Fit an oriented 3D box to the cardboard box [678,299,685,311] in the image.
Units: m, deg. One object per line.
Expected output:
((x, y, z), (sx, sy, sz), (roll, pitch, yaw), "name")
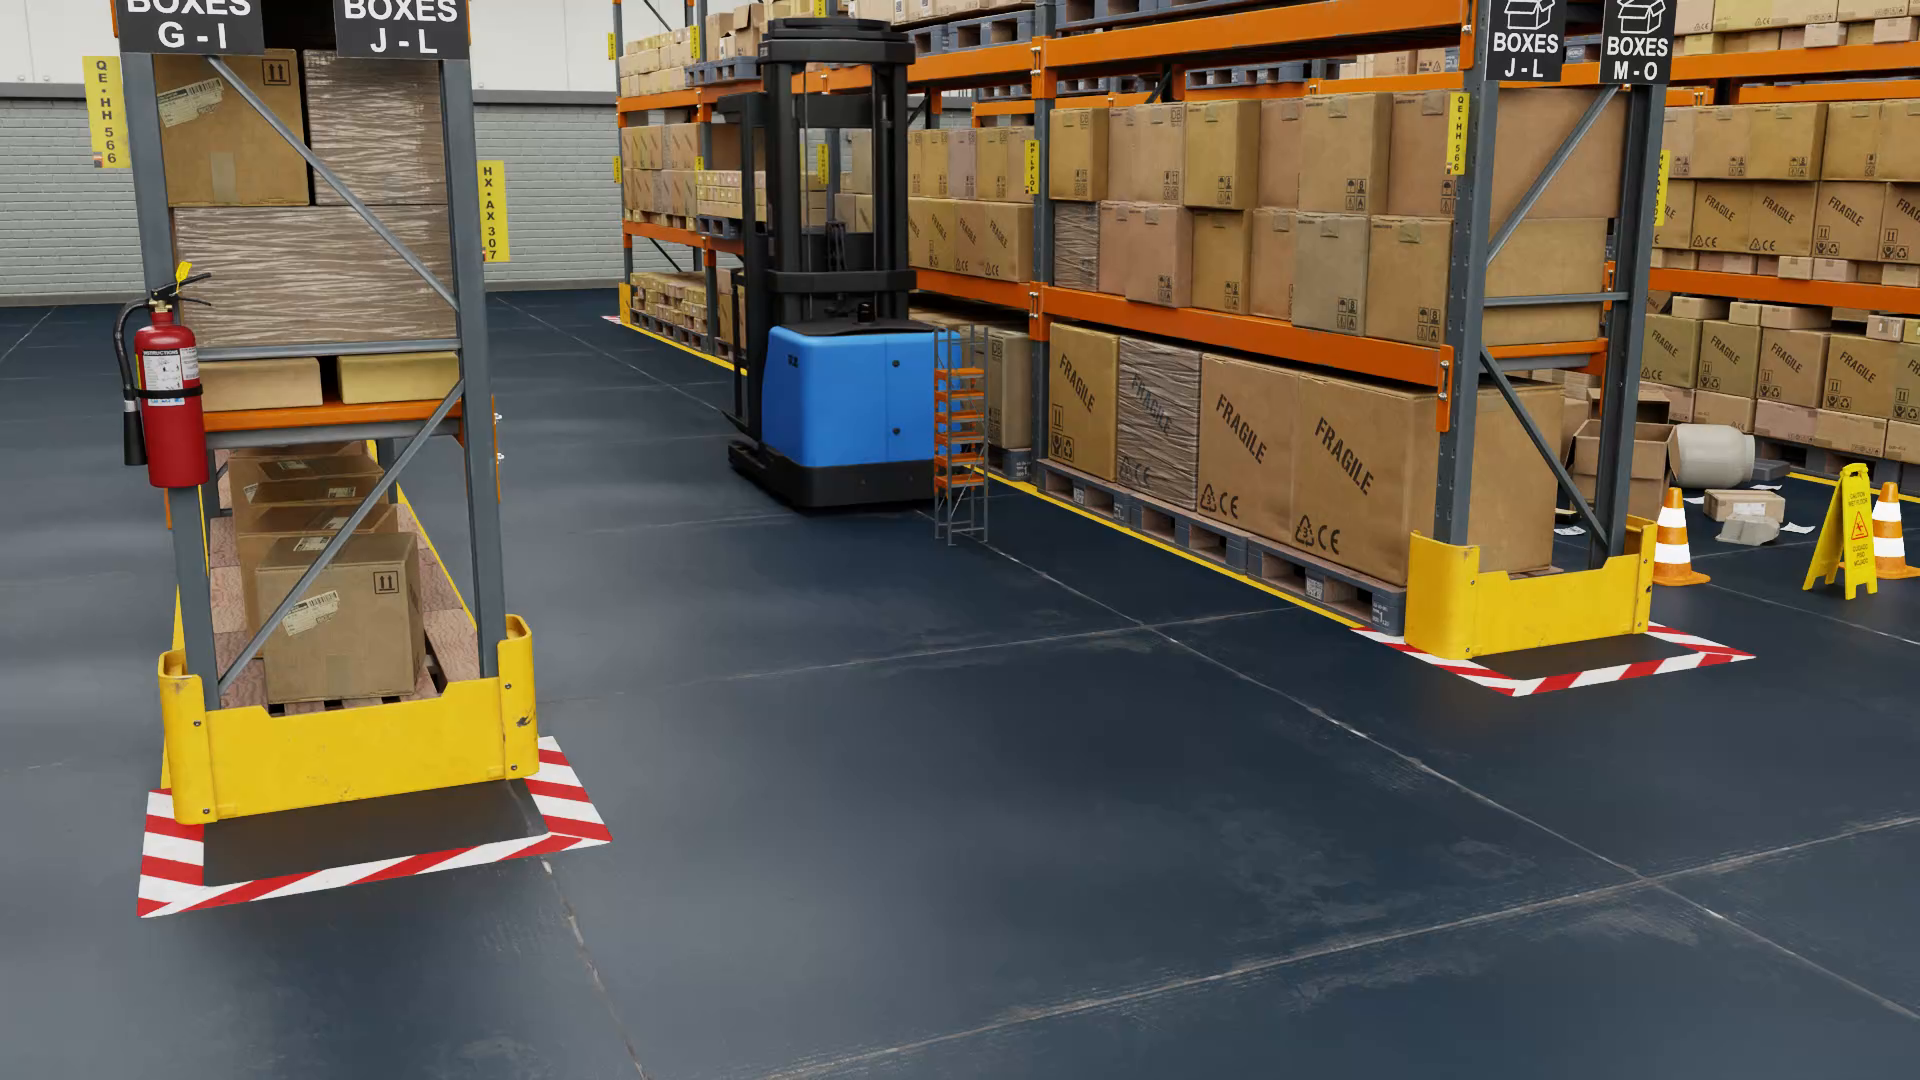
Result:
((-3.049, -2.730, 19.246), (0.380, 0.149, 0.250), (-5, 14, -22), "cardboard box")

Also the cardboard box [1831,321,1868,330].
((6.336, -1.251, 11.625), (0.500, 0.500, 0.500), (-5, 14, -20), "cardboard box")

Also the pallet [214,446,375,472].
((-4.444, -0.488, 11.010), (1.003, 0.211, 1.213), (-6, 14, -23), "pallet")

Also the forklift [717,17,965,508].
((-0.964, -1.908, 11.115), (1.130, 2.935, 3.031), (-5, 14, -20), "forklift")

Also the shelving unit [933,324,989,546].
((0.006, -0.582, 9.222), (0.258, 1.200, 0.189), (-6, 14, -23), "shelving unit")

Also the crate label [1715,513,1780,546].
((4.437, -0.066, 9.352), (0.298, 0.136, 0.250), (9, 16, 35), "crate label")

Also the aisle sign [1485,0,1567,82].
((2.303, -2.259, 6.712), (0.394, 0.787, 0.004), (-6, 14, -23), "aisle sign")

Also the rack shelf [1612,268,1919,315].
((6.243, -1.565, 11.074), (1.077, 0.370, 4.000), (-6, 14, -23), "rack shelf")

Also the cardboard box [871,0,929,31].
((-0.366, -4.056, 12.768), (0.500, 0.250, 0.500), (-5, 14, -21), "cardboard box")

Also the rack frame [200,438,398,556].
((-3.638, -1.433, 8.911), (1.000, 3.000, 0.127), (-6, 14, -23), "rack frame")

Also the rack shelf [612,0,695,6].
((-3.059, -6.497, 19.088), (1.077, 0.370, 4.000), (-6, 14, -23), "rack shelf")

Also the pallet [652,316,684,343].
((-3.052, -2.543, 19.889), (1.003, 0.211, 1.213), (-6, 14, -23), "pallet")

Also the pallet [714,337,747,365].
((-1.944, -1.994, 17.518), (1.003, 0.211, 1.213), (-6, 14, -23), "pallet")

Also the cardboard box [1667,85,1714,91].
((7.958, -5.076, 18.332), (0.500, 0.250, 0.500), (-6, 14, -25), "cardboard box")

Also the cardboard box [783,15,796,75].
((-1.329, -4.394, 14.829), (0.500, 0.500, 0.500), (-6, 14, -23), "cardboard box")

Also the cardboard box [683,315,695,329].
((-2.919, -2.489, 18.864), (0.380, 0.149, 0.250), (-6, 14, -25), "cardboard box")

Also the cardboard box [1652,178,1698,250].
((5.363, -2.406, 12.232), (0.500, 0.500, 0.500), (-6, 14, -23), "cardboard box")

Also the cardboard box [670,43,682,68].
((-2.873, -5.326, 18.302), (0.500, 0.250, 0.500), (-6, 14, -25), "cardboard box")

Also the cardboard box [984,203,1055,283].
((0.493, -1.993, 11.107), (0.500, 0.500, 0.500), (-6, 14, -23), "cardboard box")

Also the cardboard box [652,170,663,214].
((-3.301, -4.100, 19.552), (0.500, 0.500, 0.500), (-6, 14, -24), "cardboard box")

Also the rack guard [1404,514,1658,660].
((2.559, 0.189, 7.446), (1.175, 0.500, 0.348), (-6, 14, -23), "rack guard")

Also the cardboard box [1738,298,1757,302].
((8.624, -2.522, 17.948), (0.875, 0.625, 0.625), (-5, 14, -21), "cardboard box")

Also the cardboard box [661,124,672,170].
((-3.098, -4.480, 18.976), (0.500, 0.500, 0.500), (-5, 14, -21), "cardboard box")

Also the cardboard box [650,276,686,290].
((-3.582, -3.153, 20.412), (0.380, 0.149, 0.250), (-6, 14, -26), "cardboard box")

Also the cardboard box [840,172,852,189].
((-0.973, -3.333, 15.425), (0.380, 0.149, 0.250), (-6, 14, -25), "cardboard box")

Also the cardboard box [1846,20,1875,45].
((5.960, -3.262, 10.715), (0.380, 0.149, 0.250), (-6, 14, -23), "cardboard box")

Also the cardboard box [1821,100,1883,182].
((6.073, -2.586, 10.790), (0.700, 0.500, 0.500), (-6, 14, -23), "cardboard box")

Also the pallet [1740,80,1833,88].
((8.740, -4.841, 17.402), (1.213, 0.211, 1.003), (-5, 14, -20), "pallet")

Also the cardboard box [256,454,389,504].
((-2.958, -0.095, 7.741), (0.500, 0.500, 0.500), (-7, 15, -28), "cardboard box")

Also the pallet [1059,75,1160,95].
((1.919, -5.569, 20.326), (1.003, 0.211, 1.213), (-6, 14, -23), "pallet")

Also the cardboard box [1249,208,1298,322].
((2.010, -1.418, 8.514), (0.875, 0.550, 0.550), (-6, 14, -23), "cardboard box")

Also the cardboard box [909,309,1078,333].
((0.233, -1.289, 12.344), (1.050, 0.750, 0.750), (-6, 14, -23), "cardboard box")

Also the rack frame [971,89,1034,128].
((0.635, -4.808, 23.490), (1.000, 3.000, 0.127), (-6, 14, -23), "rack frame")

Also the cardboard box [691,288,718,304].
((-2.777, -2.718, 18.533), (0.380, 0.149, 0.250), (-5, 14, -22), "cardboard box")

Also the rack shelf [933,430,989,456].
((0.006, -0.538, 9.232), (0.258, 0.103, 0.180), (-6, 14, -23), "rack shelf")

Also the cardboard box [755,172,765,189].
((-1.677, -3.330, 15.413), (0.380, 0.149, 0.250), (-6, 14, -23), "cardboard box")

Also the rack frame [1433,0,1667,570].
((2.549, -1.034, 7.186), (1.000, 3.000, 0.127), (-6, 14, -23), "rack frame")

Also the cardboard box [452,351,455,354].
((-2.014, -0.618, 5.947), (0.380, 0.149, 0.250), (-6, 14, -23), "cardboard box")

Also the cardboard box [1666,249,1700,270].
((5.423, -2.065, 12.195), (0.380, 0.149, 0.250), (-5, 14, -21), "cardboard box")

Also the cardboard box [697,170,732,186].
((-2.521, -3.762, 17.280), (0.380, 0.149, 0.250), (-5, 14, -20), "cardboard box")

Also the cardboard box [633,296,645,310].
((-3.943, -3.018, 21.150), (0.380, 0.149, 0.250), (-5, 14, -22), "cardboard box")

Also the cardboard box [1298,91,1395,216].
((2.131, -1.819, 7.848), (0.875, 0.550, 0.550), (-6, 14, -23), "cardboard box")

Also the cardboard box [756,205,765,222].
((-1.681, -3.041, 15.484), (0.380, 0.149, 0.250), (-6, 14, -25), "cardboard box")

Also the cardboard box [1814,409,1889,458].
((6.059, -0.725, 11.017), (0.500, 0.250, 0.500), (-6, 14, -25), "cardboard box")

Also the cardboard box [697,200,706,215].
((-2.521, -3.473, 17.348), (0.380, 0.149, 0.250), (-6, 14, -26), "cardboard box")

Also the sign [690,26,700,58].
((-2.752, -5.176, 17.283), (0.100, 0.325, 0.005), (-6, 14, -23), "sign")

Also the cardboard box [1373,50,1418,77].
((4.210, -4.468, 15.150), (0.700, 0.500, 0.500), (-6, 14, -23), "cardboard box")

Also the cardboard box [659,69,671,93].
((-3.095, -5.188, 18.813), (0.500, 0.250, 0.500), (-6, 14, -24), "cardboard box")

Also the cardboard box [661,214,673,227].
((-3.279, -3.745, 19.457), (0.380, 0.149, 0.250), (-5, 14, -22), "cardboard box")

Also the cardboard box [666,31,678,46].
((-3.059, -5.594, 18.575), (0.380, 0.149, 0.250), (-6, 14, -25), "cardboard box")

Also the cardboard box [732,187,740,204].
((-1.991, -3.347, 16.145), (0.380, 0.149, 0.250), (-6, 14, -24), "cardboard box")

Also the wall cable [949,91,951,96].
((-1.211, -8.948, 28.073), (2.355, 3.000, 0.029), (-6, 14, -23), "wall cable")
